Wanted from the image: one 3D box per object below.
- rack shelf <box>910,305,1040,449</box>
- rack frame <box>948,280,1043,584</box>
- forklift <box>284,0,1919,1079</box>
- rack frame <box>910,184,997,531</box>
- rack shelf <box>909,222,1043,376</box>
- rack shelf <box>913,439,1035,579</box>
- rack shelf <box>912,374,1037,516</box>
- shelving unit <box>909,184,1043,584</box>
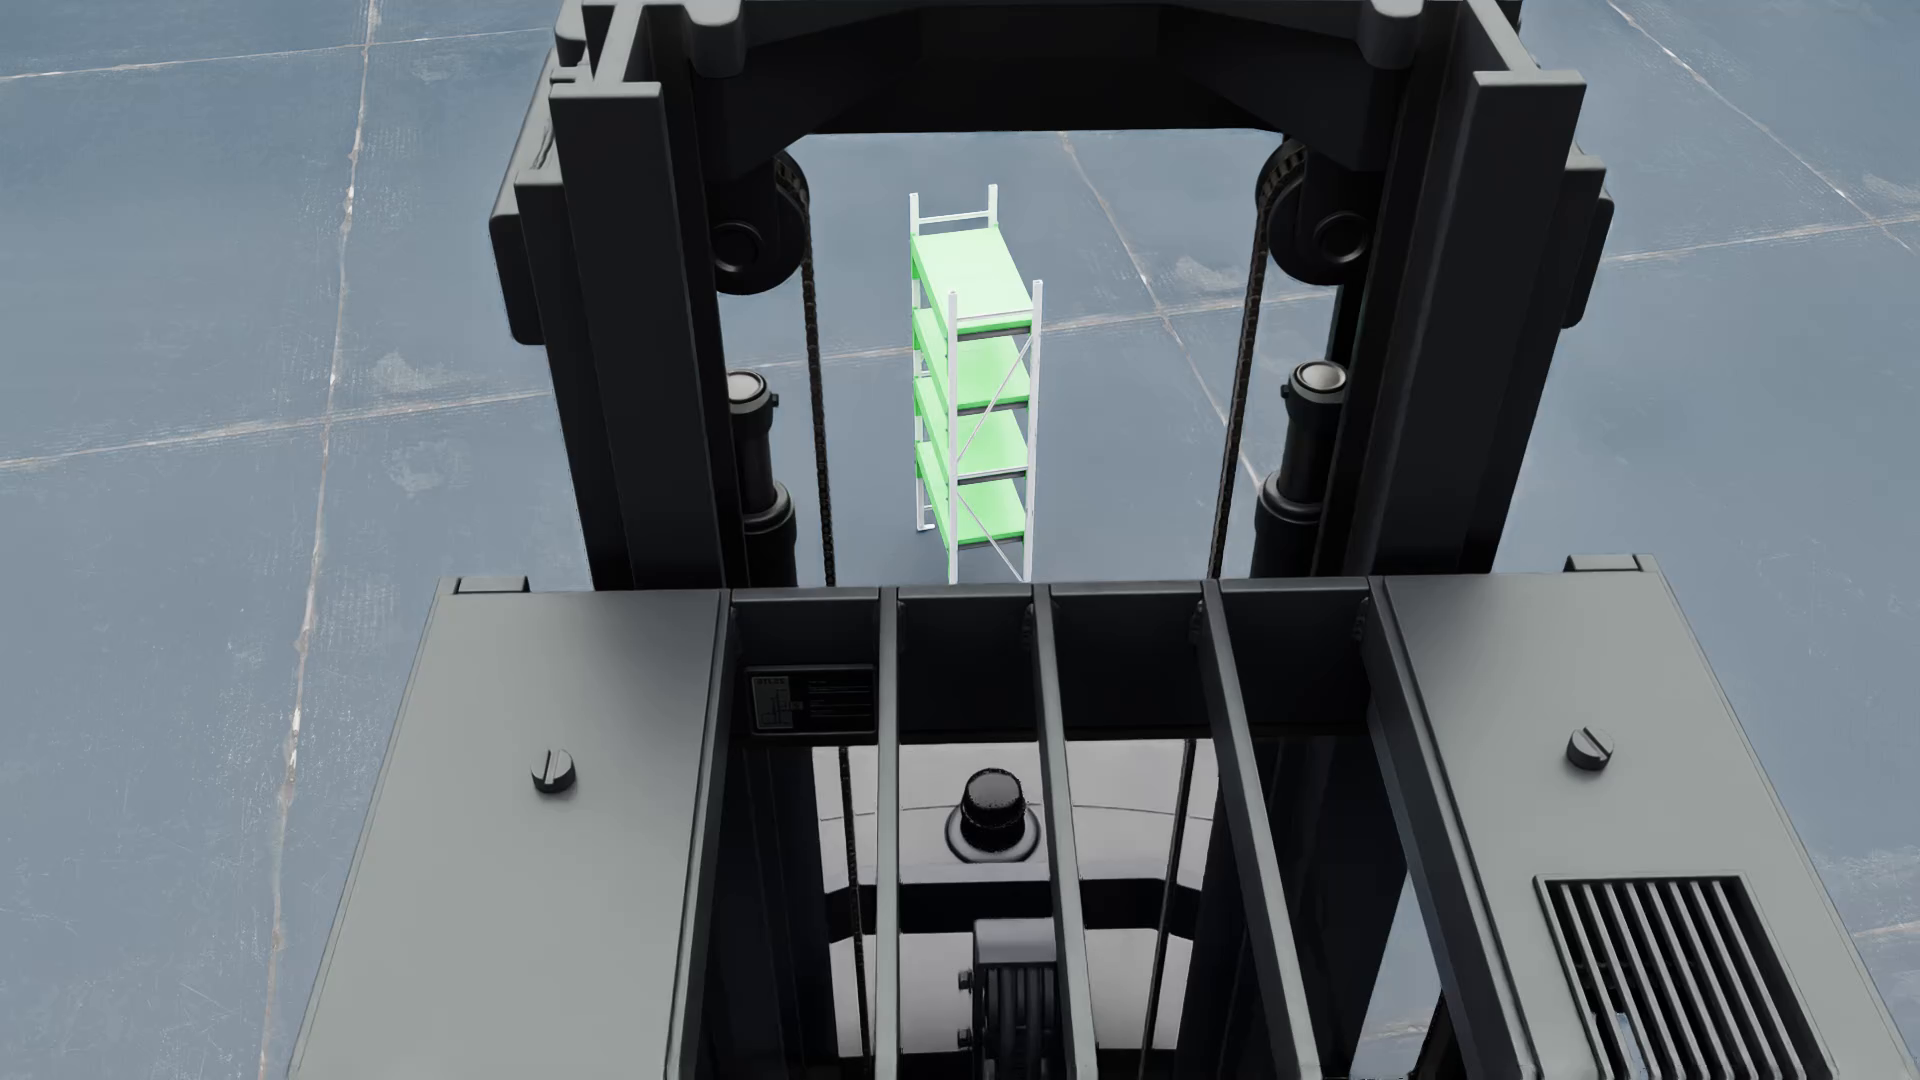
[{"bbox_3d":[0.036,-0.473,4.614,0.258,0.148,0.480,-8,42,-9],"label":"rack shelf"},{"bbox_3d":[0.088,-0.183,4.553,0.240,1.200,0.015,-8,42,-9],"label":"rack frame"},{"bbox_3d":[0.090,0.992,1.924,1.130,2.935,3.031,-1,42,-1],"label":"forklift"},{"bbox_3d":[-0.017,-0.500,4.909,0.240,1.200,0.015,-8,42,-9],"label":"rack frame"},{"bbox_3d":[0.036,-0.653,4.455,0.258,0.148,0.480,-8,42,-9],"label":"rack shelf"},{"bbox_3d":[0.036,-0.114,4.933,0.258,0.148,0.480,-8,42,-9],"label":"rack shelf"},{"bbox_3d":[0.036,-0.294,4.773,0.258,0.148,0.480,-8,42,-9],"label":"rack shelf"},{"bbox_3d":[0.036,-0.341,4.731,0.258,1.200,0.503,-8,42,-9],"label":"shelving unit"}]
